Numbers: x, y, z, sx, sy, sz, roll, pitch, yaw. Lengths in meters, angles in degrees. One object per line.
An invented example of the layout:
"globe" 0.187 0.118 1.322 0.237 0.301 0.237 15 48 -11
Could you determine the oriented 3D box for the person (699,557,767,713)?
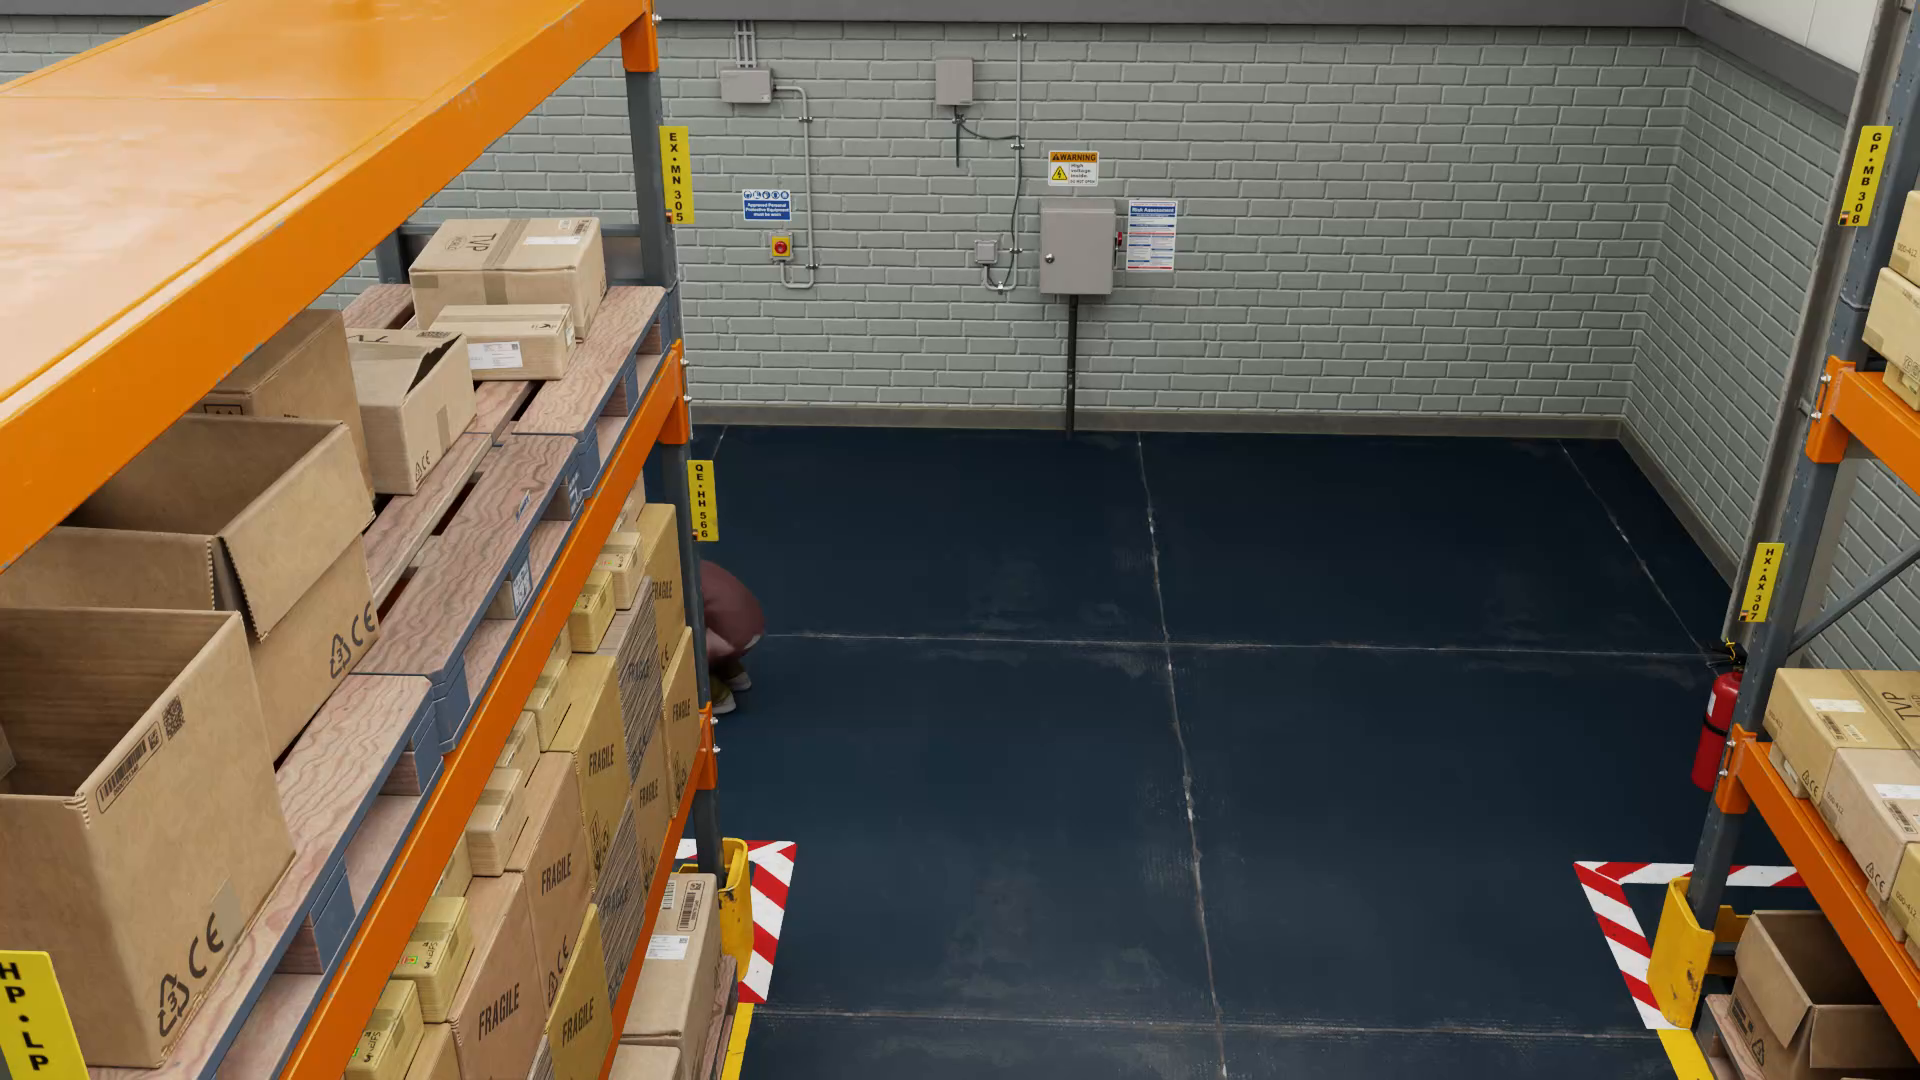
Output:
"person" -1.479 0.421 8.691 0.917 0.989 0.584 0 28 1
